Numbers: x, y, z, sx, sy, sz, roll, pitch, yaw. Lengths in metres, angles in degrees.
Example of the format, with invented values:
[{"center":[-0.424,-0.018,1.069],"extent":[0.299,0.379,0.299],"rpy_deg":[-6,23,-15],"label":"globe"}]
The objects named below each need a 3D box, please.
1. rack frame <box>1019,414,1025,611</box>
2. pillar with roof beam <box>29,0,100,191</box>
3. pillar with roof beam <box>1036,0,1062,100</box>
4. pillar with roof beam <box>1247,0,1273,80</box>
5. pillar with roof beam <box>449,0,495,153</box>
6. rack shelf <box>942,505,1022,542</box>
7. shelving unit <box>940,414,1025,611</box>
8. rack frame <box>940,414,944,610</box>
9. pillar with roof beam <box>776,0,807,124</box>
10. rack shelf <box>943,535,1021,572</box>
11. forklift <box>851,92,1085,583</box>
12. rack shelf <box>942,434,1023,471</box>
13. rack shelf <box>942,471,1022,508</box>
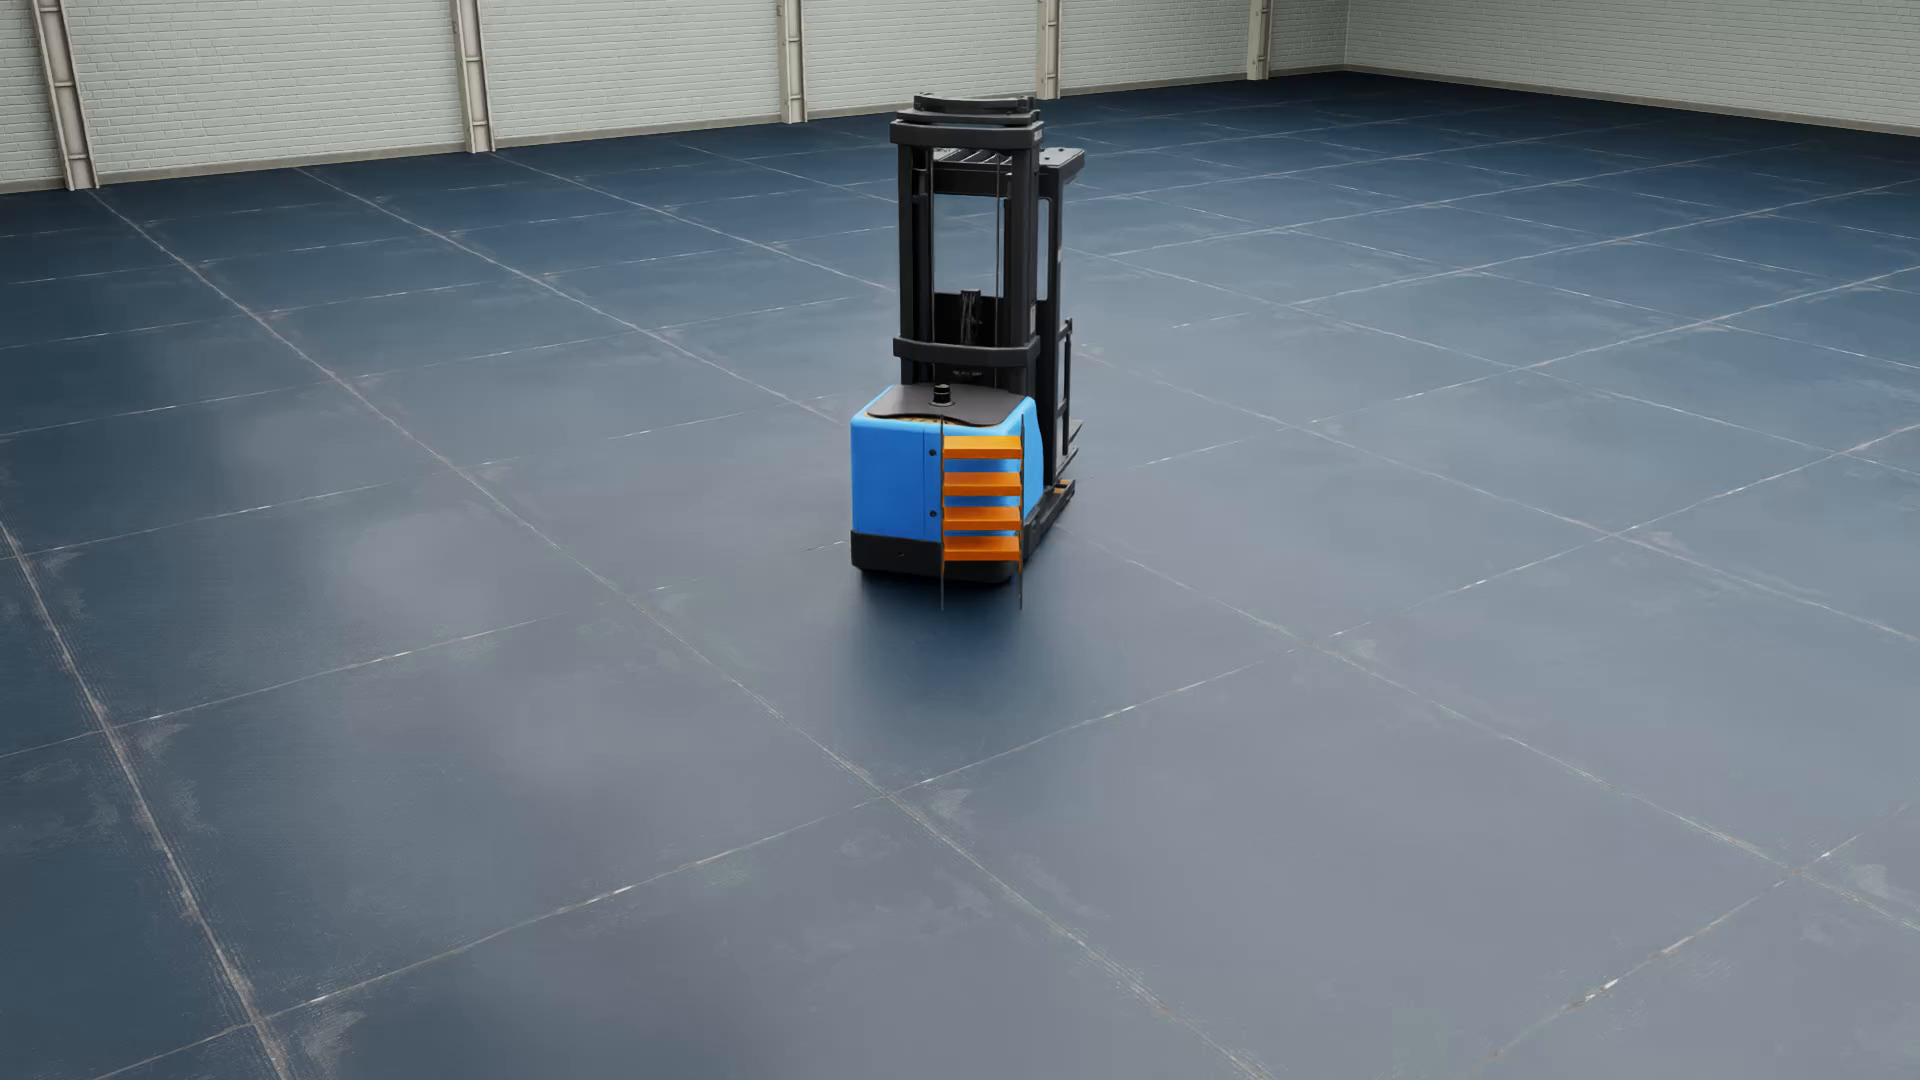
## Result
[{"center":[0.378,-0.164,10.188],"extent":[0.015,1.200,0.240],"rpy_deg":[0,22,0],"label":"rack frame"},{"center":[-10.300,-8.033,19.384],"extent":[0.400,9.000,9.100],"rpy_deg":[-15,26,-33],"label":"pillar with roof beam"},{"center":[4.311,-11.929,29.148],"extent":[0.400,9.000,9.100],"rpy_deg":[-15,26,-33],"label":"pillar with roof beam"},{"center":[9.182,-13.227,32.403],"extent":[0.400,9.000,9.100],"rpy_deg":[-15,26,-33],"label":"pillar with roof beam"},{"center":[-5.430,-9.331,22.639],"extent":[0.400,9.000,9.100],"rpy_deg":[-15,26,-33],"label":"pillar with roof beam"},{"center":[0.134,-0.102,10.214],"extent":[0.480,0.148,0.258],"rpy_deg":[0,22,0],"label":"rack shelf"},{"center":[0.134,-0.165,10.189],"extent":[0.503,1.200,0.258],"rpy_deg":[0,22,0],"label":"shelving unit"},{"center":[-0.110,-0.165,10.190],"extent":[0.015,1.200,0.240],"rpy_deg":[0,22,0],"label":"rack frame"},{"center":[-0.559,-10.630,25.893],"extent":[0.400,9.000,9.100],"rpy_deg":[-15,26,-33],"label":"pillar with roof beam"},{"center":[0.134,0.082,10.289],"extent":[0.480,0.148,0.258],"rpy_deg":[0,22,0],"label":"rack shelf"},{"center":[0.210,-1.603,11.459],"extent":[1.130,2.935,3.031],"rpy_deg":[6,23,16],"label":"forklift"},{"center":[0.134,-0.529,10.042],"extent":[0.480,0.148,0.258],"rpy_deg":[0,22,0],"label":"rack shelf"},{"center":[0.134,-0.310,10.130],"extent":[0.480,0.148,0.258],"rpy_deg":[0,22,0],"label":"rack shelf"}]
